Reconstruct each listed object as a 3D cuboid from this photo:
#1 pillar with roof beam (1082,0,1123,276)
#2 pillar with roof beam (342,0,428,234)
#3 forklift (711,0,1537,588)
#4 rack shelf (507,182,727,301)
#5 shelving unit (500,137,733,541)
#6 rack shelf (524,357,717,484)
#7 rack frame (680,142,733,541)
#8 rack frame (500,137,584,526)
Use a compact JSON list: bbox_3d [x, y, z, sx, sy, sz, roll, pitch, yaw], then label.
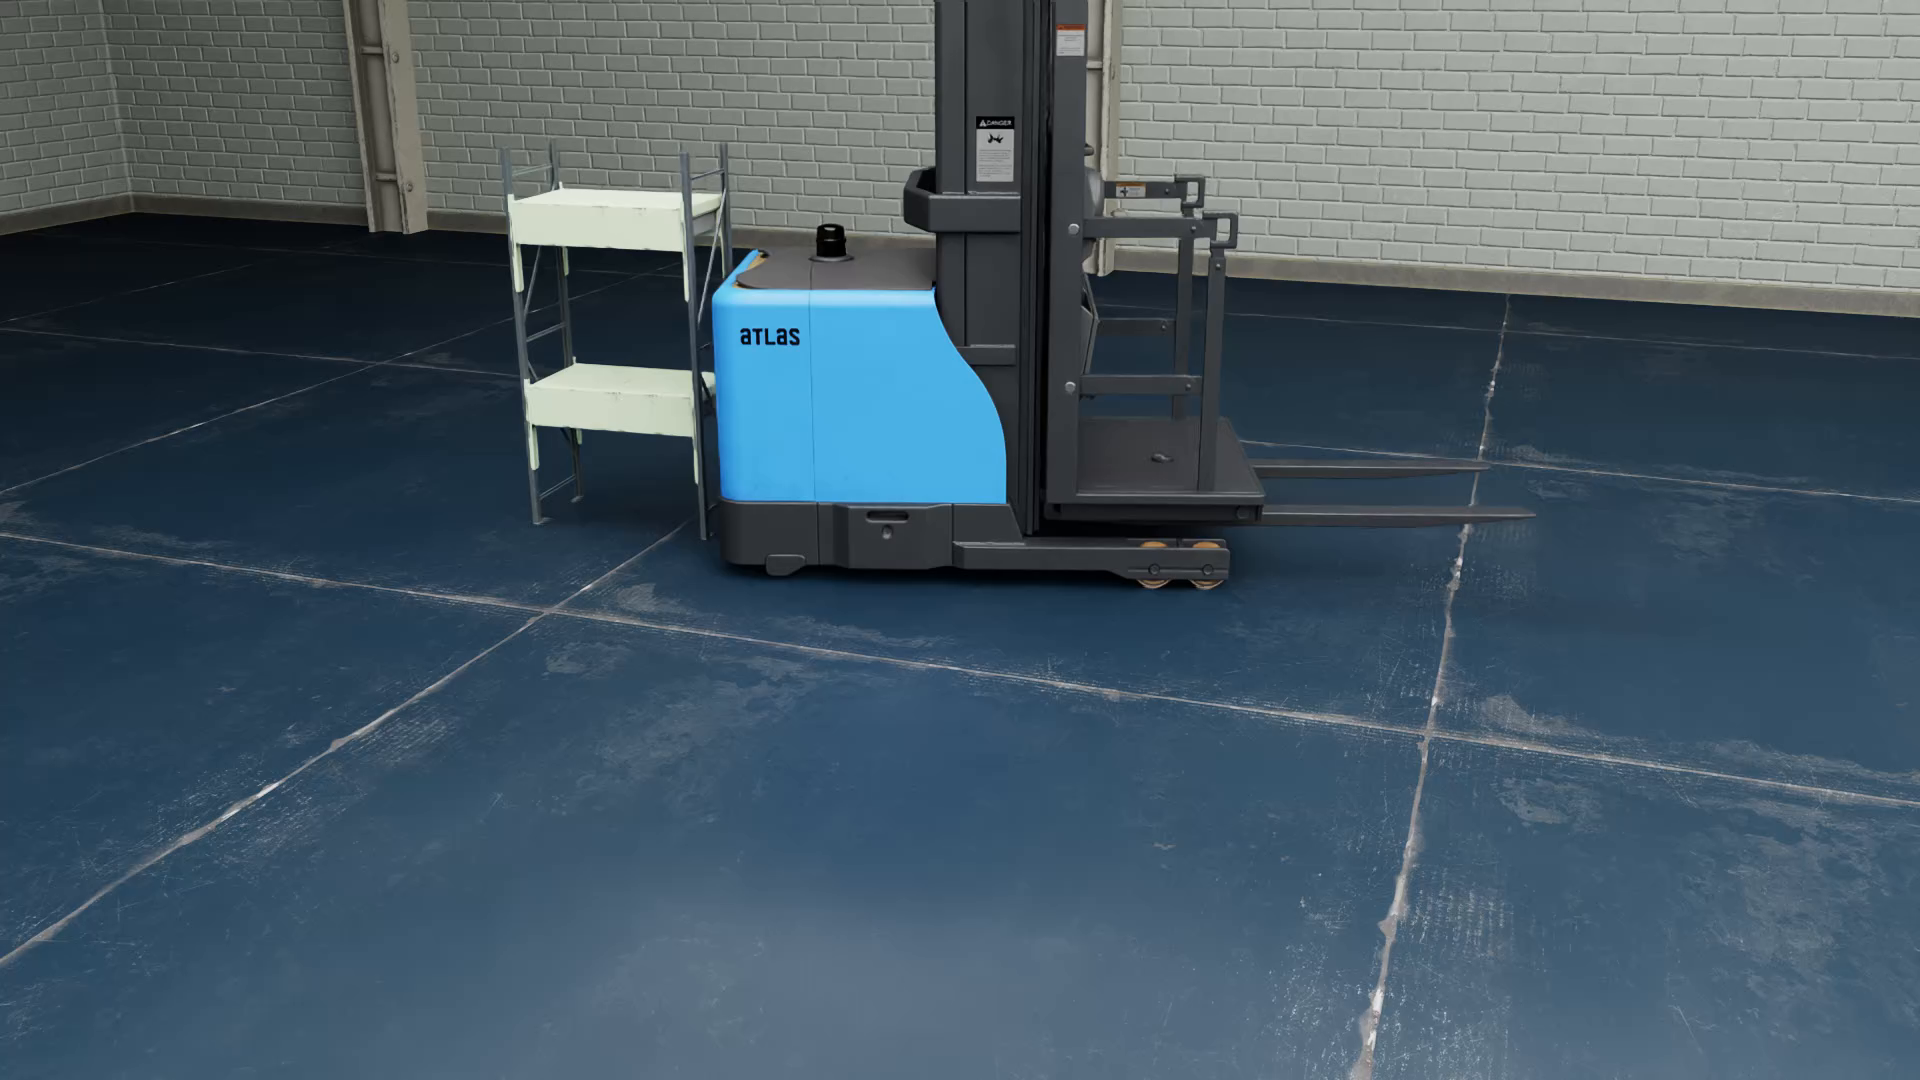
[{"bbox_3d":[-0.502,-4.892,6.940,0.400,9.000,9.100,7,20,18],"label":"pillar with roof beam"},{"bbox_3d":[-6.170,-5.540,8.799,0.400,9.000,9.100,7,20,18],"label":"pillar with roof beam"},{"bbox_3d":[0.632,-1.386,6.098,3.031,2.935,1.130,0,19,1],"label":"forklift"},{"bbox_3d":[-1.314,-1.166,6.458,0.720,0.370,0.431,5,20,14],"label":"rack shelf"},{"bbox_3d":[-1.314,-0.798,6.587,0.755,1.500,0.431,5,20,14],"label":"shelving unit"},{"bbox_3d":[-1.314,-0.490,6.694,0.720,0.370,0.431,5,20,14],"label":"rack shelf"},{"bbox_3d":[-0.961,-0.767,6.497,0.023,1.500,0.400,5,20,14],"label":"rack frame"},{"bbox_3d":[-1.668,-0.829,6.676,0.023,1.500,0.400,5,20,14],"label":"rack frame"}]
